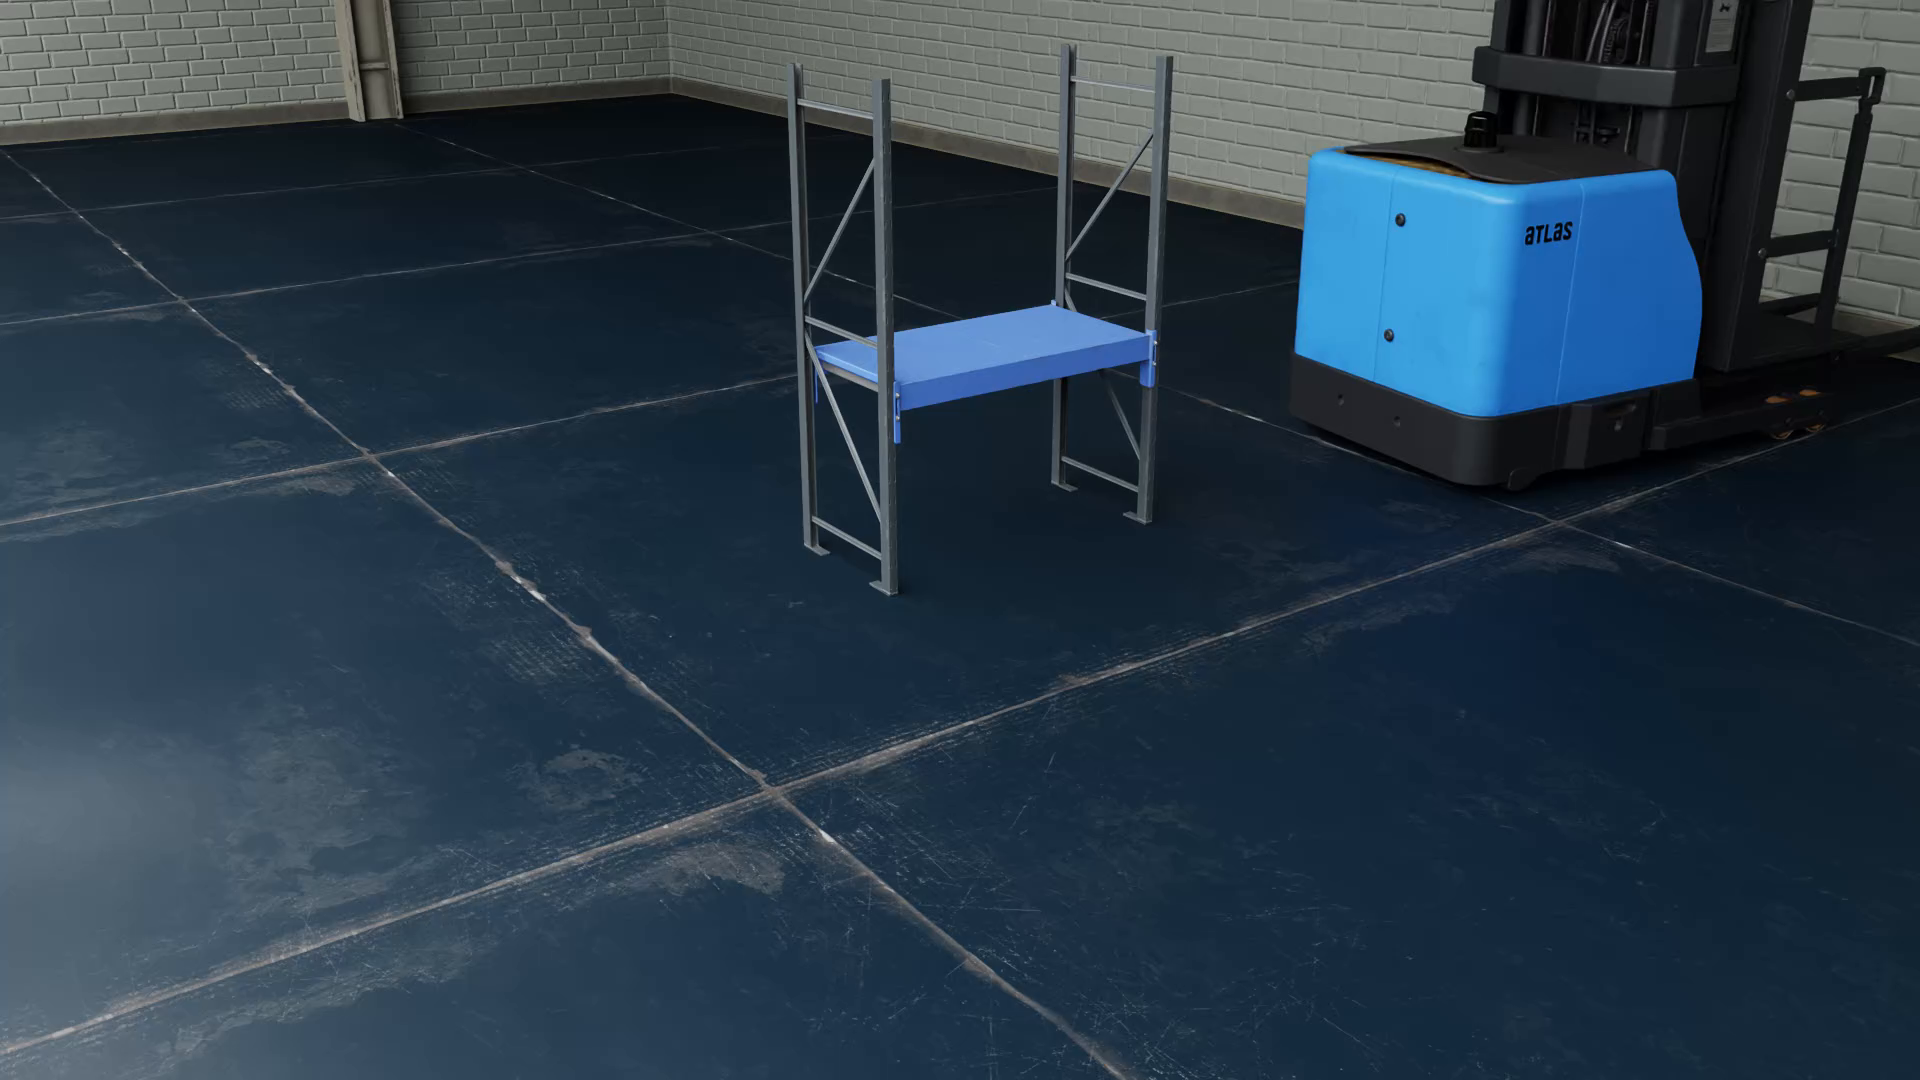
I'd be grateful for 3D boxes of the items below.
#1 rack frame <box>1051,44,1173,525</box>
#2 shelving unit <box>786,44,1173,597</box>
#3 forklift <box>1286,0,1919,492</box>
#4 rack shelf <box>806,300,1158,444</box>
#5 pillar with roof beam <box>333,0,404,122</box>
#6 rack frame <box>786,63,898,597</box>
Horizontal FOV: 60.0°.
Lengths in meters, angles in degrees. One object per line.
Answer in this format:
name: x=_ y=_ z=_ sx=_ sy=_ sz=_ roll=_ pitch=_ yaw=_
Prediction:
rack frame: x=0.482 y=-0.825 z=5.440 sx=0.032 sy=1.500 sz=0.500 roll=-15 pitch=26 yaw=-33
shelving unit: x=0.069 y=-0.715 z=5.165 sx=1.048 sy=1.500 sz=0.538 roll=-15 pitch=26 yaw=-33
forklift: x=2.807 y=-1.902 z=6.209 sx=3.031 sy=2.935 sz=1.130 roll=-11 pitch=24 yaw=-26
rack shelf: x=0.069 y=-0.548 z=5.231 sx=1.000 sy=0.185 sz=0.538 roll=-15 pitch=26 yaw=-33
pillar with roof beam: x=-2.689 y=-6.648 z=9.915 sx=0.400 sy=9.000 sz=9.100 roll=-15 pitch=26 yaw=-33
rack frame: x=-0.343 y=-0.605 z=4.889 sx=0.032 sy=1.500 sz=0.500 roll=-15 pitch=26 yaw=-33
